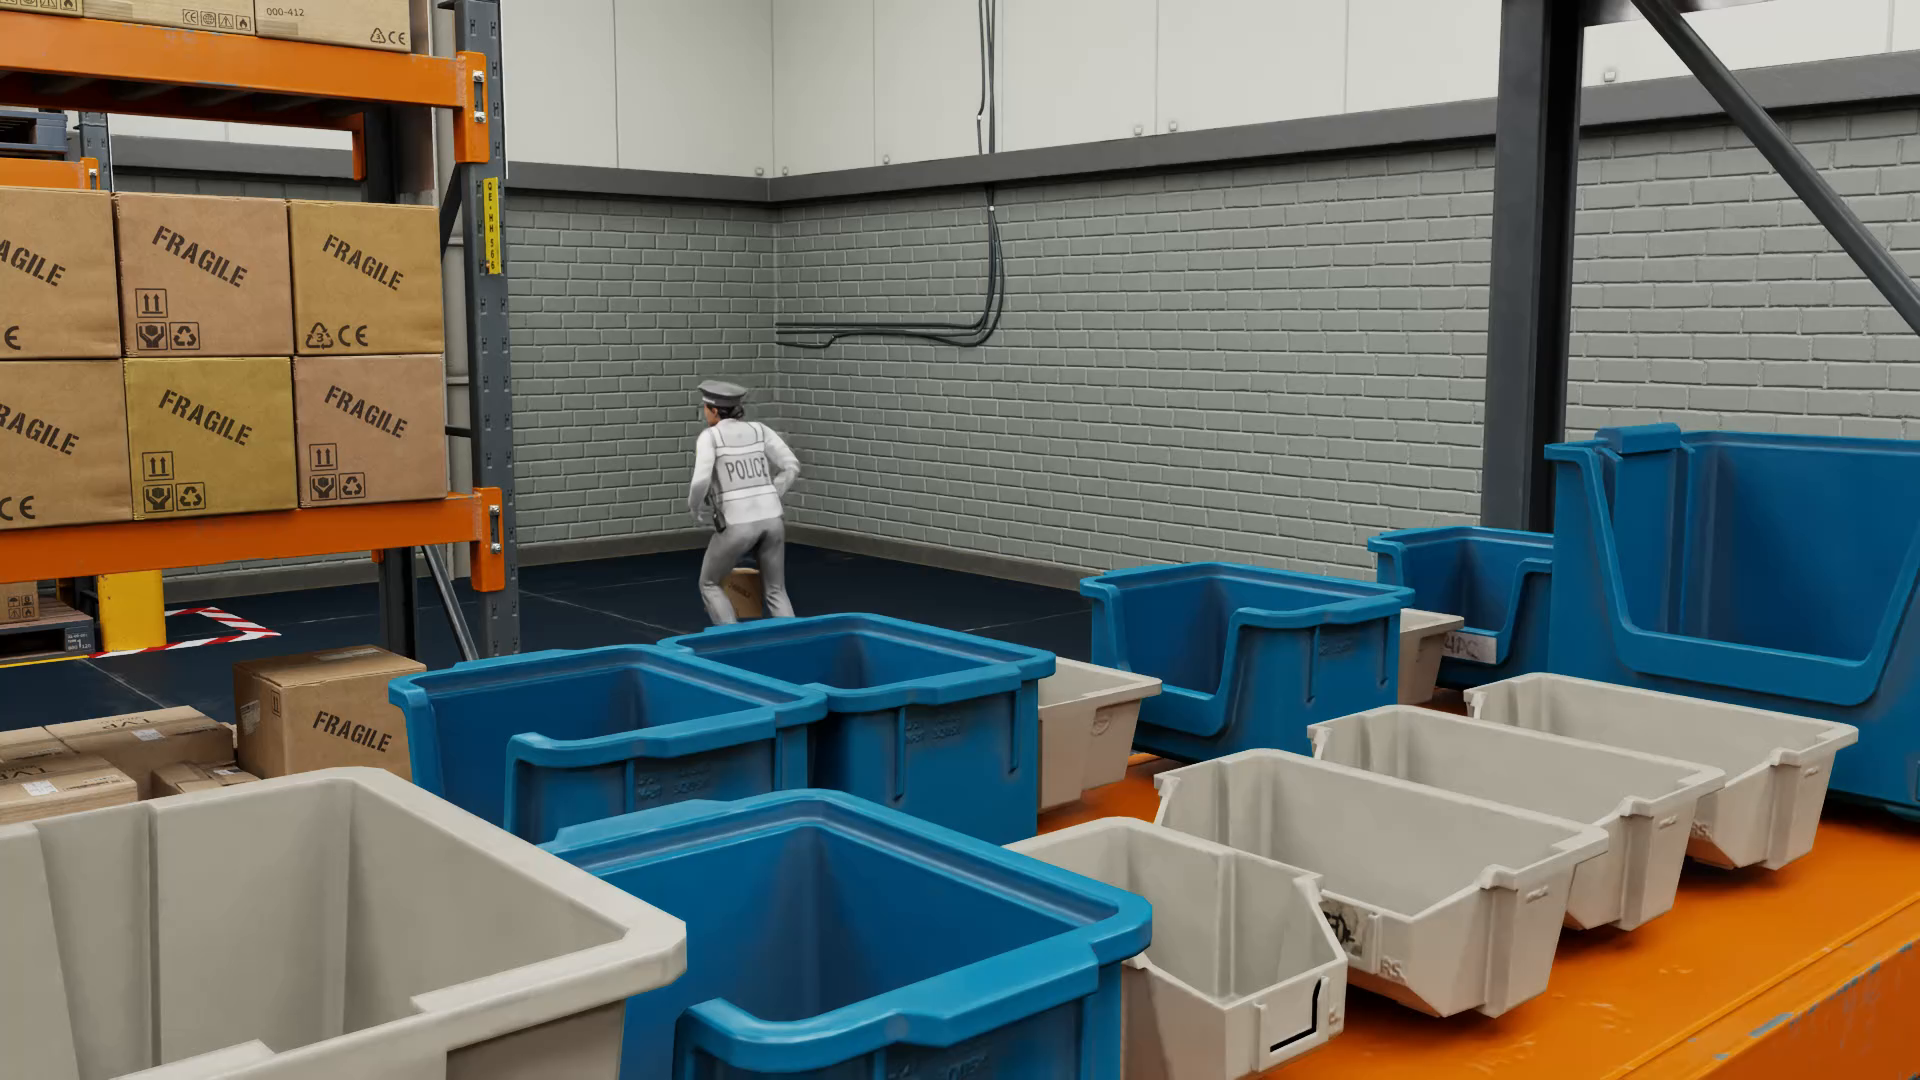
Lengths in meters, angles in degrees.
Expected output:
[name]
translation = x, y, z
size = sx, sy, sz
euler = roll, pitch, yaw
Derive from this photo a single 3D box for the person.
[person]
translation = -1.171, -0.057, 8.985
size = 0.648, 1.598, 0.572
euler = -6, 10, -38
